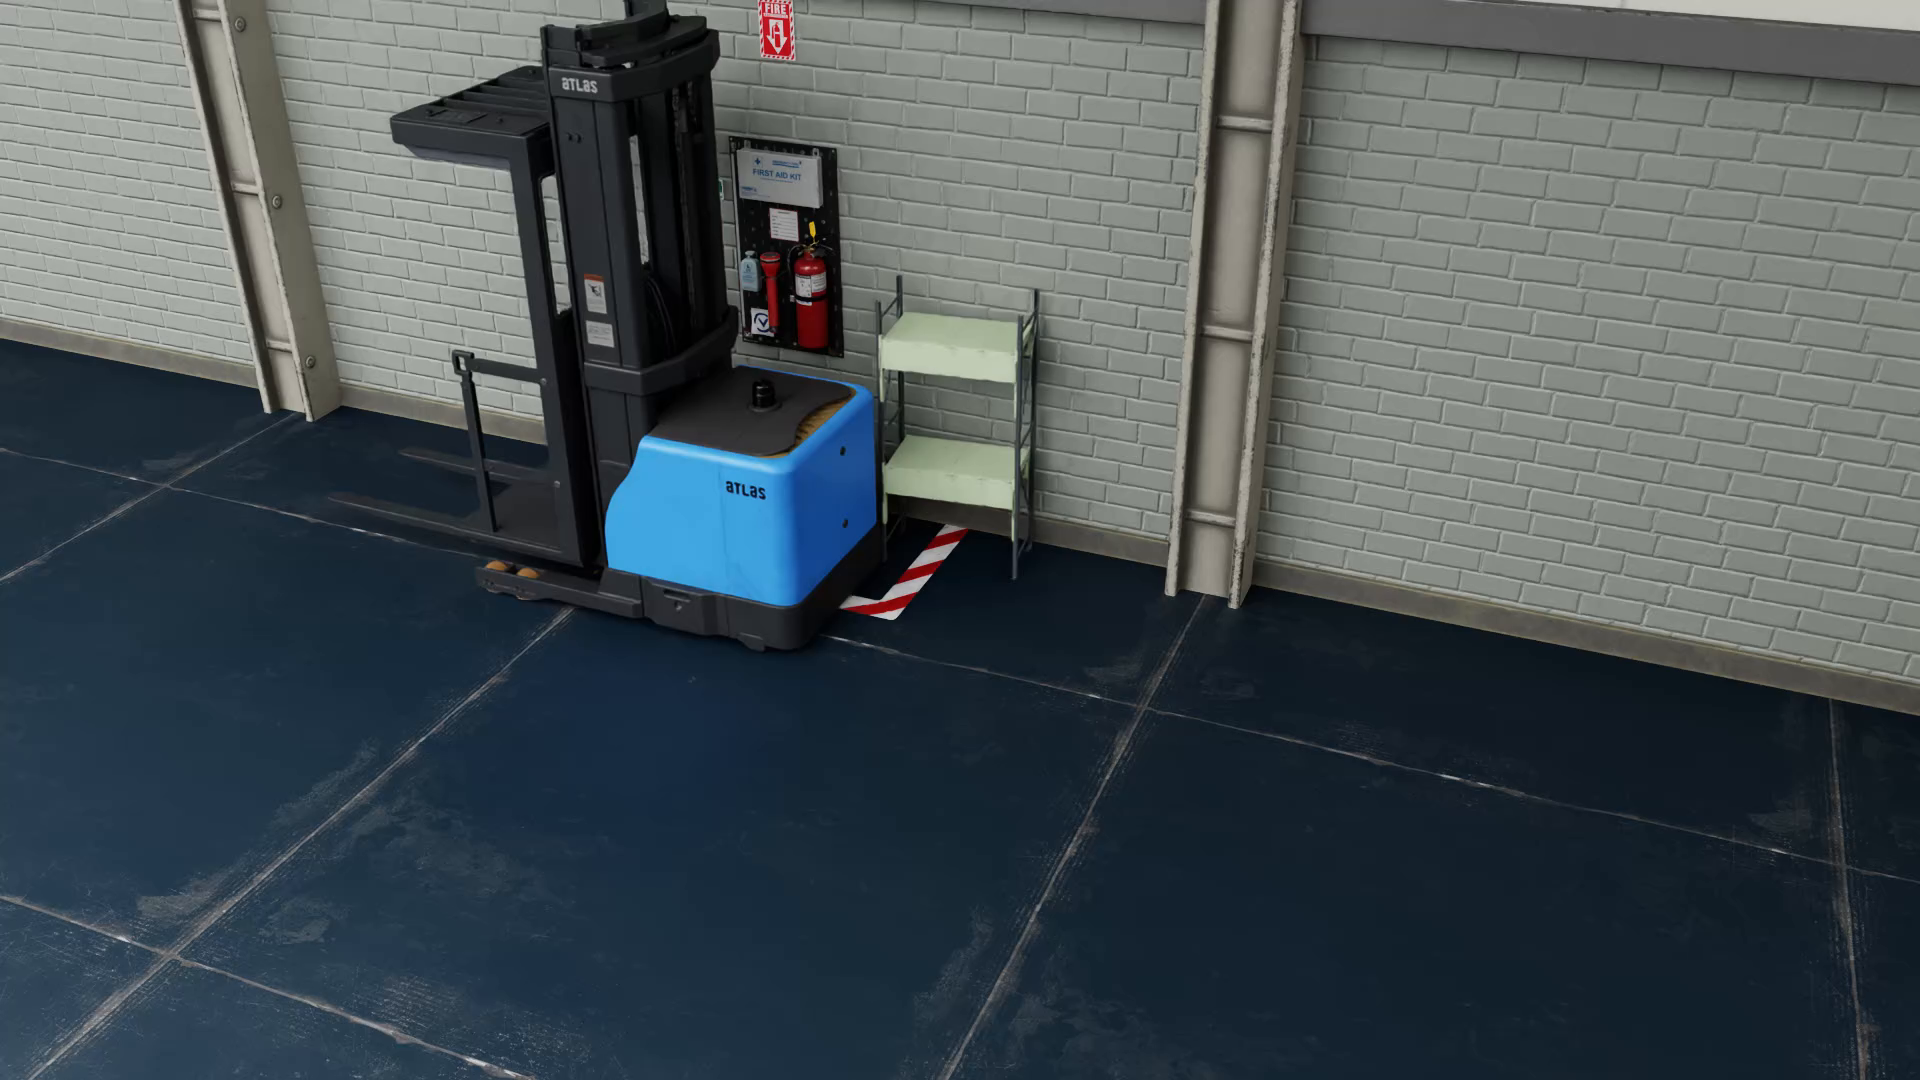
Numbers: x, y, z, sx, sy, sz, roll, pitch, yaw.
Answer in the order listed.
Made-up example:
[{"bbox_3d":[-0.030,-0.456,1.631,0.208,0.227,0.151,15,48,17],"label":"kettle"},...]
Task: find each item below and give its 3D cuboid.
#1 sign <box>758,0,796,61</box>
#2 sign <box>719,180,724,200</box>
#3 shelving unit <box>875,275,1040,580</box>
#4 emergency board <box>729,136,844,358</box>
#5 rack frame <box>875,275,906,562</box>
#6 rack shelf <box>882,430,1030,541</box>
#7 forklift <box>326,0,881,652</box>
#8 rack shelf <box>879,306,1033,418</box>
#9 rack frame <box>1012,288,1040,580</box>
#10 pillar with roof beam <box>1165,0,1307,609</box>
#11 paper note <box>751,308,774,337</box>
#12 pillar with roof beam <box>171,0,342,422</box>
[{"bbox_3d":[-0.928,-2.585,8.419,0.199,0.298,0.001,11,31,19],"label":"sign"},{"bbox_3d":[-1.431,-1.919,9.022,0.331,0.109,0.001,11,31,19],"label":"sign"},{"bbox_3d":[-0.010,-0.581,8.752,0.755,1.500,0.431,8,30,13],"label":"shelving unit"},{"bbox_3d":[-0.958,-1.529,8.906,0.643,1.169,0.194,11,31,19],"label":"emergency board"},{"bbox_3d":[-0.364,-0.628,8.835,0.023,1.500,0.400,8,30,13],"label":"rack frame"},{"bbox_3d":[-0.011,-0.297,8.912,0.720,0.370,0.431,8,30,13],"label":"rack shelf"},{"bbox_3d":[-1.991,-1.184,8.367,3.031,2.935,1.130,12,31,20],"label":"forklift"},{"bbox_3d":[-0.010,-0.921,8.560,0.720,0.370,0.431,8,30,13],"label":"rack shelf"},{"bbox_3d":[0.343,-0.534,8.669,0.023,1.500,0.400,8,30,13],"label":"rack frame"},{"bbox_3d":[-0.301,-1.703,3.117,0.400,9.000,9.100,11,31,19],"label":"pillar with roof beam"},{"bbox_3d":[-1.097,-1.209,9.236,0.142,0.148,0.016,11,31,19],"label":"paper note"},{"bbox_3d":[-5.861,-2.813,5.081,0.400,9.000,9.100,11,31,19],"label":"pillar with roof beam"}]
